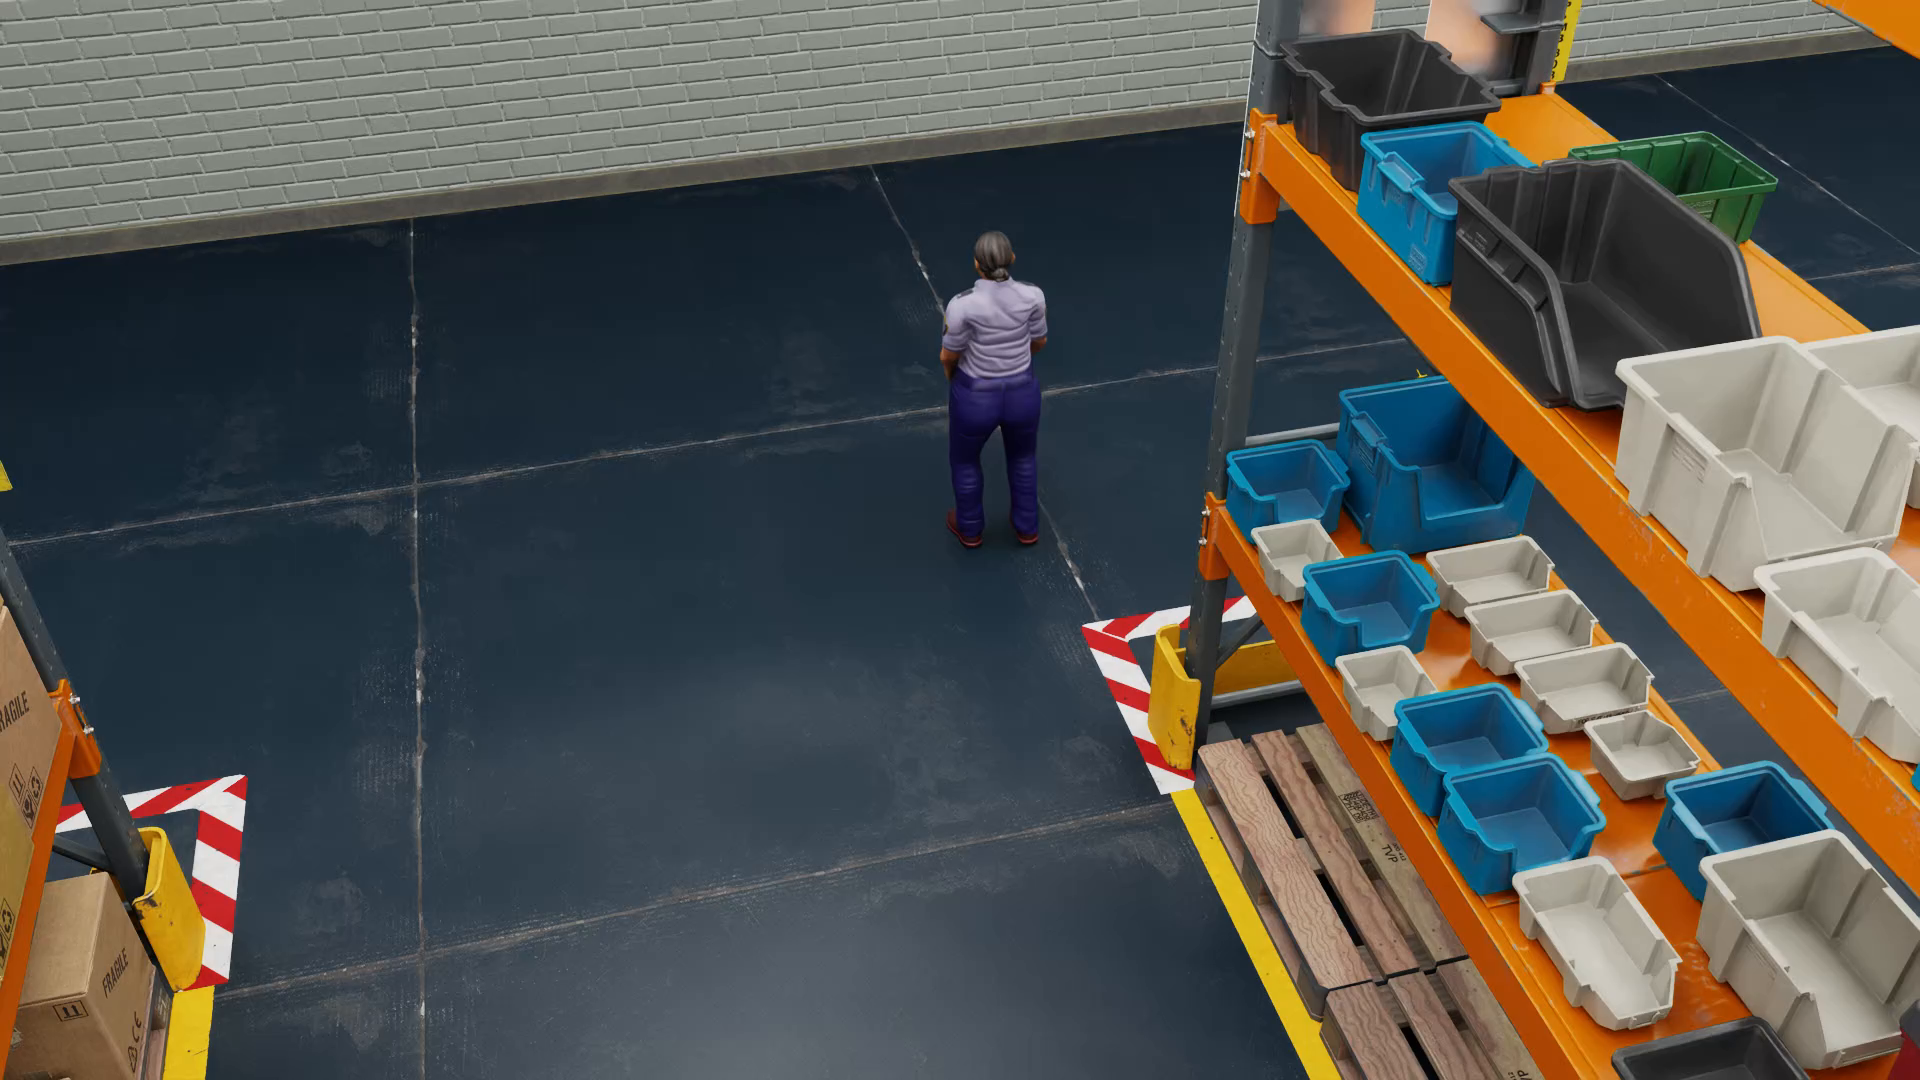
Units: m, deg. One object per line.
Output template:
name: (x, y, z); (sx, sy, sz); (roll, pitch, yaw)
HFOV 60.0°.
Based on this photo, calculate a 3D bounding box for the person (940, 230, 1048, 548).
person: (0.141, -0.681, 7.576); (0.498, 1.656, 0.450); (-10, 39, -12)
